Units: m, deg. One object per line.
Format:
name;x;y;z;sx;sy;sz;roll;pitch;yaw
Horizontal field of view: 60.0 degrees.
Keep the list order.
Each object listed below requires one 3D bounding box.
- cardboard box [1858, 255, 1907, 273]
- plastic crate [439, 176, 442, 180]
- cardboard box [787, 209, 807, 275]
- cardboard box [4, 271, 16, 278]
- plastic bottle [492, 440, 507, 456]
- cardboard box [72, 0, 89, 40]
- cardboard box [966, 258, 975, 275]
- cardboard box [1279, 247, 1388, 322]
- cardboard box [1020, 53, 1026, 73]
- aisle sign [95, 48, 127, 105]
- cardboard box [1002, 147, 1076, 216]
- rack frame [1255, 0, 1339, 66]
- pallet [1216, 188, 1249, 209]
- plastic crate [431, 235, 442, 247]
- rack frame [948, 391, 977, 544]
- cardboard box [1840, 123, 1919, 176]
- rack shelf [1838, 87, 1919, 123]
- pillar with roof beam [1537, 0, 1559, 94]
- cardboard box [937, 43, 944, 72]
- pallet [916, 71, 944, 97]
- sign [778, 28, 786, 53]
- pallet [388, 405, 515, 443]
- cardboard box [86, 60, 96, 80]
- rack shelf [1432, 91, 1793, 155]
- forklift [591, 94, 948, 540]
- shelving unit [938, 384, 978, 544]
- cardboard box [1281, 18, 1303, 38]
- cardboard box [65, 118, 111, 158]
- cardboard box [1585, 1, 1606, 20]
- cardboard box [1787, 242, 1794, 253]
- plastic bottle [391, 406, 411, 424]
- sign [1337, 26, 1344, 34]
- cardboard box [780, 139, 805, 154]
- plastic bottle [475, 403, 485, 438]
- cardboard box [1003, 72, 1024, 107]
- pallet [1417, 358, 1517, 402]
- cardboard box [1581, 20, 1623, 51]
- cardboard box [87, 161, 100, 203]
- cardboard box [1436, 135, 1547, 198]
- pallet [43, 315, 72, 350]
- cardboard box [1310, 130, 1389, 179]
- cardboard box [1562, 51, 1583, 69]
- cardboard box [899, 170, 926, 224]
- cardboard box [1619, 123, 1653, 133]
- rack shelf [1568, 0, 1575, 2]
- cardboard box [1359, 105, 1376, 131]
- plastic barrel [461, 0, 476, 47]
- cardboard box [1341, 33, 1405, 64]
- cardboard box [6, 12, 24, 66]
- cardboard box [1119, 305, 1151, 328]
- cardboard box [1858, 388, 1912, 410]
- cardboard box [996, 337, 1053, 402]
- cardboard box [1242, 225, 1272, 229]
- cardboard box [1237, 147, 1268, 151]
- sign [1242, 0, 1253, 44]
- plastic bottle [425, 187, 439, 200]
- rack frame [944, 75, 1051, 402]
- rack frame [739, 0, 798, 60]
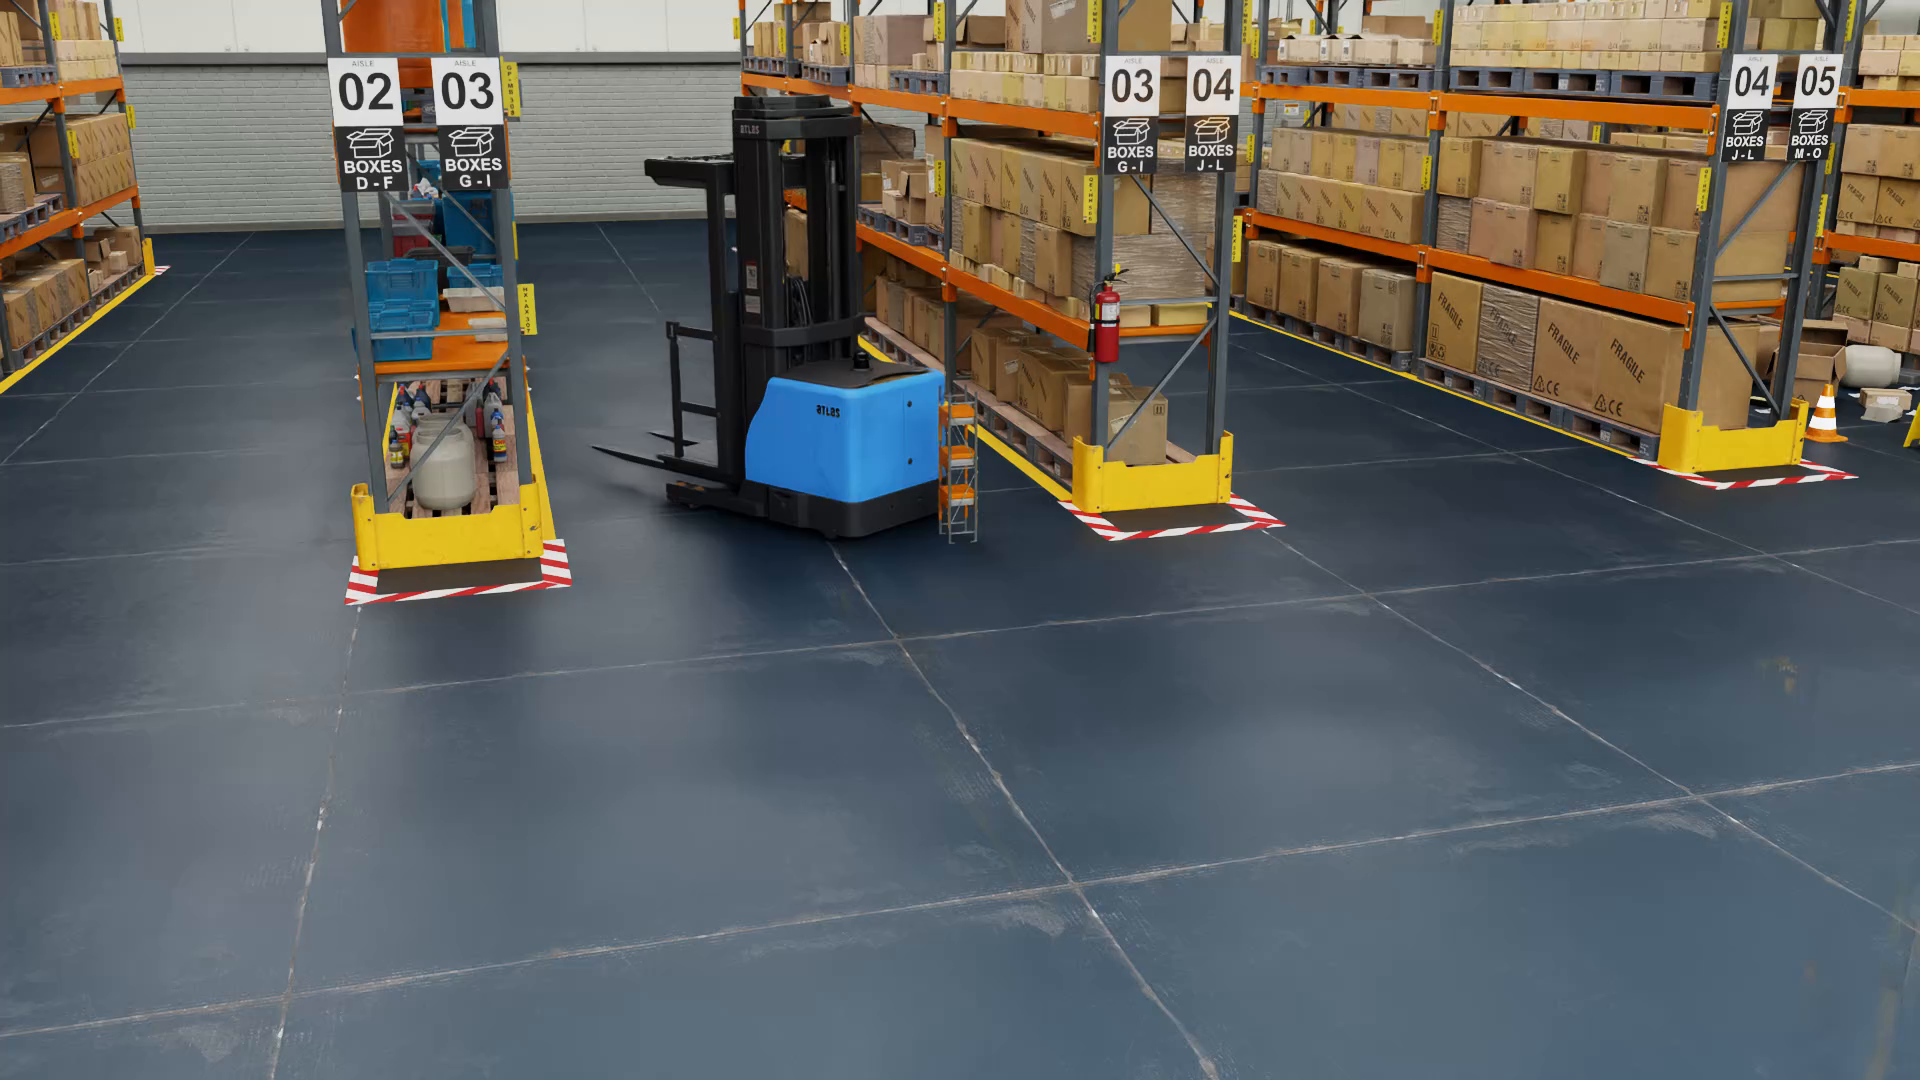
cardboard box;9.756;-2.921;17.579;0.380;0.149;0.250;-4;17;-14
plastic crate;-7.380;-4.988;23.199;0.293;0.136;0.466;-5;17;-15
cardboard box;-1.655;-4.028;22.610;1.225;0.875;0.875;-5;17;-15
cardboard box;-11.190;-2.813;19.181;0.500;0.500;0.500;-4;17;-15
plastic bottle;-3.542;-0.734;12.781;0.097;0.201;0.097;0;17;0
cardboard box;-12.022;-6.892;22.055;0.700;0.500;0.500;-5;17;-15
cardboard box;0.269;-2.466;14.885;0.380;0.149;0.250;-5;17;-15
cardboard box;4.370;-2.984;19.353;1.050;0.750;0.750;-4;17;-14
cardboard box;0.690;-3.748;13.070;0.380;0.149;0.250;-6;18;-18
aisle sign;-12.200;-6.632;23.798;0.394;0.787;0.004;-5;17;-15
cardboard box;0.651;-2.918;13.522;0.500;0.500;0.500;-5;17;-15
rack frame;4.046;-7.151;19.615;1.000;3.000;0.127;-5;17;-15
pallet;3.747;-4.374;21.134;1.213;0.211;1.003;-5;17;-15
plastic crate;-5.164;-2.773;15.839;0.450;0.188;0.662;-5;17;-15
rack frame;0.019;-0.484;11.238;0.200;1.050;0.008;-5;17;-15
cardboard box;9.789;-4.121;17.527;0.700;0.500;0.500;-5;17;-16
rack shelf;10.426;-4.129;16.021;1.077;0.370;4.000;-5;17;-15
pillar with roof beam;7.337;-10.653;31.275;9.100;9.000;0.400;-5;17;-15
cardboard box;-0.007;-4.632;15.949;0.396;0.266;0.258;-4;17;-13
pallet;0.281;-4.333;15.774;1.213;0.211;1.003;-5;17;-15
sign;-2.384;-6.698;22.284;0.100;0.325;0.005;-5;17;-15
pallet;-4.270;-0.891;14.050;1.003;0.211;1.213;-5;17;-15
cardboard box;-11.682;-6.171;21.830;0.500;0.250;0.500;-5;17;-15
rack shelf;5.694;-3.710;14.625;1.077;0.370;4.000;-5;17;-15
forklift;-1.546;-1.733;12.126;3.031;2.935;1.130;13;21;38
shelving unit;-0.015;-0.518;11.350;0.215;1.050;0.252;-5;17;-15
cardboard box;4.058;-6.405;20.842;0.396;0.266;0.258;-5;17;-15
cardboard box;-11.661;-5.345;22.119;0.500;0.500;0.500;-4;17;-14
cardboard box;5.476;-4.430;13.918;0.380;0.149;0.250;-5;17;-16
cardboard box;12.791;-4.620;25.234;0.500;0.500;0.500;-5;18;-17
plastic bottle;-4.372;-0.880;13.007;0.144;0.351;0.185;-4;17;-13
sign;4.581;-6.041;20.099;0.100;0.325;0.005;-5;17;-15
cardboard box;-2.234;-5.555;23.173;0.500;0.500;0.500;-4;17;-14
plastic bottle;-3.880;-0.973;13.436;0.061;0.283;0.133;-5;17;-15
cardboard box;0.655;-3.597;13.261;0.500;0.250;0.500;-5;17;-16
pallet;5.279;-1.619;16.475;1.003;0.211;1.213;-5;17;-15
cardboard box;5.567;-4.211;13.884;0.500;0.250;0.500;-5;17;-16
cardboard box;-11.398;-4.589;21.342;0.500;0.500;0.500;-4;17;-14
cardboard box;5.213;-3.655;16.269;0.875;0.550;0.550;-5;17;-15
pallet;-10.778;-2.342;18.882;1.003;0.211;1.213;-5;17;-15
cardboard box;4.443;-4.398;18.967;0.700;0.500;0.500;-5;17;-16
cardboard box;5.408;-4.117;14.263;0.380;0.149;0.250;-4;17;-15
cardboard box;-0.217;-3.530;17.079;0.797;0.503;0.637;-3;17;-10
cardboard box;8.877;-5.379;22.234;0.500;0.500;0.500;-5;18;-17
rack shelf;11.900;-9.277;27.950;1.077;0.370;4.000;-5;17;-15
cardboard box;6.872;-6.859;27.160;0.500;0.500;0.500;-5;17;-15
plastic barrel;-5.997;-6.046;19.550;0.600;0.901;0.708;-5;17;-15
cardboard box;4.452;-5.281;17.857;0.500;0.311;0.500;-5;18;-17
cardboard box;-11.309;-5.826;19.341;0.600;0.600;0.600;-6;18;-20
cardboard box;1.170;-1.643;12.143;0.380;0.149;0.250;-5;17;-15
cardboard box;8.673;-1.321;15.592;0.380;0.149;0.250;4;17;13
cardboard box;0.584;-1.539;14.977;0.500;0.500;0.500;1;17;2
cardboard box;3.949;-3.991;21.835;0.500;0.250;0.500;-5;17;-16
cardboard box;3.817;-5.077;21.811;0.380;0.149;0.250;-4;17;-13
sign;1.969;-3.599;11.485;0.100;0.325;0.005;-5;17;-15
plastic bottle;-6.451;-4.166;20.324;0.152;0.276;0.135;-5;17;-15
rack frame;0.348;-2.807;15.582;1.000;3.000;0.127;-5;17;-15
rack frame;-2.950;-8.999;25.769;1.000;3.000;0.127;-5;17;-15
